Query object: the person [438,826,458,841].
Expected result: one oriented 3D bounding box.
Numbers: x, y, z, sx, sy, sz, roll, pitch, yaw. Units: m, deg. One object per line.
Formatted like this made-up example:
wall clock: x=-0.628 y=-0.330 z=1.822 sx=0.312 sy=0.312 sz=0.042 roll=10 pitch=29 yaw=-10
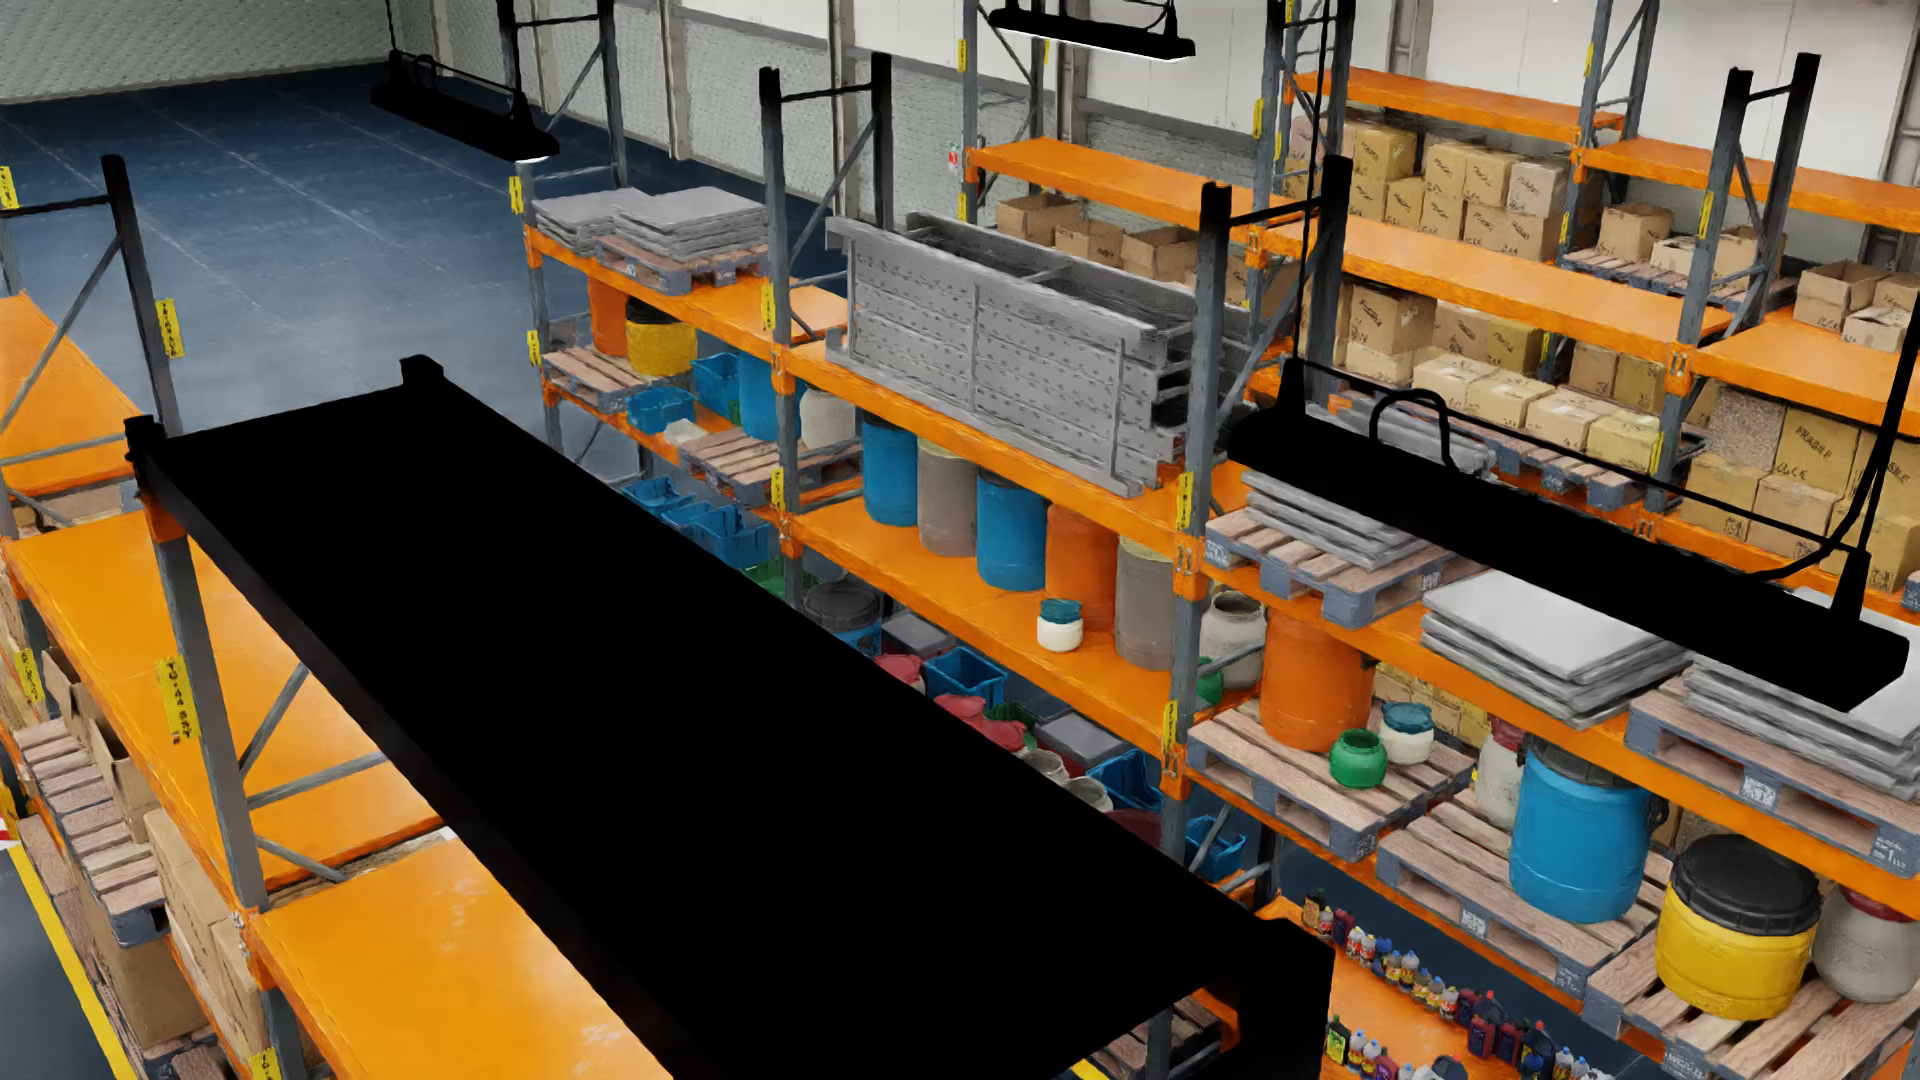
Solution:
person: x=-3.243 y=2.540 z=10.964 sx=0.569 sy=1.768 sz=0.628 roll=-4 pitch=26 yaw=-7
